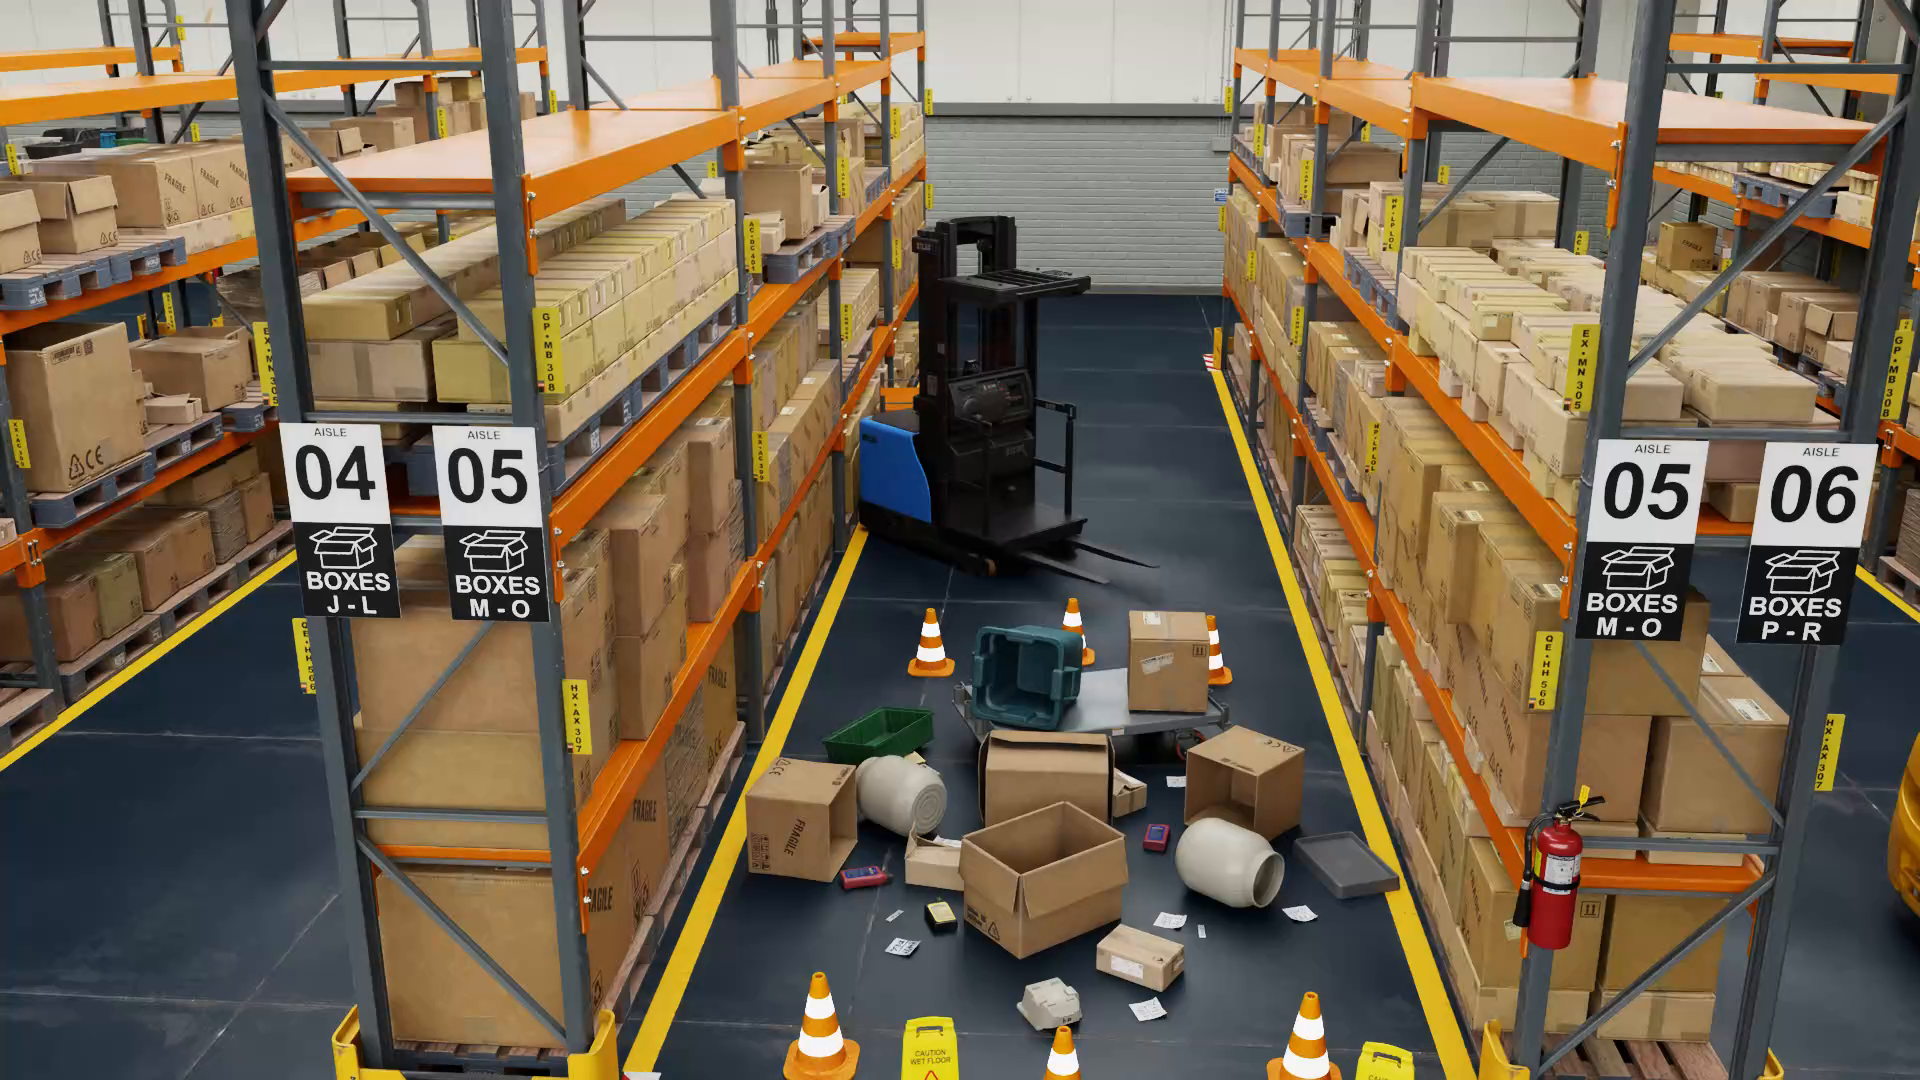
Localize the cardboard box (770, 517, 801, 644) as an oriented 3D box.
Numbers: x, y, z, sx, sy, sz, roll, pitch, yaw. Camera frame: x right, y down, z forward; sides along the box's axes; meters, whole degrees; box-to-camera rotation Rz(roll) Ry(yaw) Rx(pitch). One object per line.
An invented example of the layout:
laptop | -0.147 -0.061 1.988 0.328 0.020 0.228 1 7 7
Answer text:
cardboard box | -1.787 0.285 12.503 1.050 0.750 0.750 1 18 4

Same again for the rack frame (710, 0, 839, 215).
rack frame | -1.528 -4.184 13.567 1.000 3.000 0.127 1 18 4

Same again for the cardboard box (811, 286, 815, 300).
cardboard box | -1.745 -2.604 17.632 0.380 0.149 0.250 1 18 3

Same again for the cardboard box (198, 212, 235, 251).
cardboard box | -6.280 -2.522 13.552 0.500 0.250 0.500 1 18 4

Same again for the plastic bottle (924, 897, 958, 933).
plastic bottle | -0.113 2.020 8.987 0.133 0.061 0.283 -5 19 -15

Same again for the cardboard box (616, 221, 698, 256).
cardboard box | -1.595 -1.587 8.748 0.380 0.149 0.250 1 18 4

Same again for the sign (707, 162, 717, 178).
sign | -2.069 -3.017 13.992 0.100 0.325 0.005 1 18 4

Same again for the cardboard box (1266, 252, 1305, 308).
cardboard box | 3.338 -2.574 16.523 0.500 0.500 0.500 1 18 3

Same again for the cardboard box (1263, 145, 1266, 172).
cardboard box | 3.318 -3.910 17.089 0.396 0.266 0.258 1 18 3

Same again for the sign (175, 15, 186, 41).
sign | -10.285 -6.761 21.949 0.100 0.325 0.005 1 18 4

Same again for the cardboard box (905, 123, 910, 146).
cardboard box | -0.856 -4.786 19.660 0.500 0.250 0.500 0 18 2

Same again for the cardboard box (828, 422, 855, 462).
cardboard box | -1.237 -0.910 15.345 0.500 0.250 0.500 0 18 1

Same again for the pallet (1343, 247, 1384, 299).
pallet | 3.351 -1.859 11.591 1.213 0.211 1.003 1 18 4

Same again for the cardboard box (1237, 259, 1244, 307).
cardboard box | 3.534 -3.010 19.458 0.500 0.500 0.500 1 18 3

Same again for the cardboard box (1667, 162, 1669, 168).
cardboard box | 8.570 -4.445 19.584 0.380 0.149 0.250 1 18 3

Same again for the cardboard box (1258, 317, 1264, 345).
cardboard box | 3.373 -2.133 17.184 0.500 0.250 0.500 1 18 3

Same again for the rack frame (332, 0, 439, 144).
rack frame | -6.181 -5.568 17.792 1.000 3.000 0.127 1 18 4

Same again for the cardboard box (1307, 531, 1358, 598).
cardboard box | 3.321 0.200 13.368 0.950 0.372 0.625 1 18 3

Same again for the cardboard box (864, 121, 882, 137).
cardboard box | -0.979 -4.441 17.968 0.380 0.149 0.250 1 18 3

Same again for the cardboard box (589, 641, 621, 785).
cardboard box | -2.103 0.793 7.772 0.875 0.550 0.550 1 18 4

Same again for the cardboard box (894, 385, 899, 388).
cardboard box | -0.896 -1.667 18.946 0.380 0.149 0.250 2 18 6

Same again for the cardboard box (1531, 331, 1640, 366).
cardboard box | 2.699 -0.802 7.187 0.380 0.149 0.250 1 18 4

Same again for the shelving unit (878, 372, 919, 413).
shelving unit | -0.532 -1.004 16.507 0.538 1.125 1.048 -1 18 -3

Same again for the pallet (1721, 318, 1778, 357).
pallet | 8.488 -2.050 16.996 1.003 0.211 1.213 1 18 4

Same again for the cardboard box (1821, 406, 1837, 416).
cardboard box | 8.828 -1.264 16.588 0.380 0.149 0.250 2 18 5

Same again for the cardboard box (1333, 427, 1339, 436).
cardboard box | 3.109 -0.905 12.923 0.380 0.149 0.250 2 18 7

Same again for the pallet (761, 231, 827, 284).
pallet | -1.599 -2.120 12.389 1.003 0.211 1.213 2 18 6

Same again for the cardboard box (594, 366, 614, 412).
cardboard box | -1.721 -0.658 7.191 0.380 0.149 0.250 1 18 4

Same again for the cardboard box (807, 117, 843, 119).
cardboard box | -1.507 -4.619 18.509 0.380 0.149 0.250 1 18 4

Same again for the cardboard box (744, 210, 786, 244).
cardboard box | -1.469 -2.276 11.942 0.396 0.266 0.258 1 18 4

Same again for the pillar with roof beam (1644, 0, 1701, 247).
pillar with roof beam | 5.739 -7.393 23.361 9.100 9.000 0.400 1 18 4

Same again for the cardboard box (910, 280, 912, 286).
cardboard box | -0.798 -3.275 20.831 0.380 0.149 0.250 0 18 1

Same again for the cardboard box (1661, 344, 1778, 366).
cardboard box | 3.153 -0.715 6.920 0.380 0.149 0.250 1 18 4

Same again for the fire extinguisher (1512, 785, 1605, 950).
fire extinguisher | 2.375 1.293 6.612 0.296 0.674 0.183 1 18 4

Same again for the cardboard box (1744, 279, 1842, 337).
cardboard box | 8.359 -2.328 16.701 0.700 0.500 0.500 1 18 5

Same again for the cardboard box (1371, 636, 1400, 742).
cardboard box | 2.818 0.916 10.173 0.500 0.500 0.500 2 18 7

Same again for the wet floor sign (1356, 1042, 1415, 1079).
wet floor sign | 1.762 2.385 6.936 0.267 0.644 0.232 8 20 23

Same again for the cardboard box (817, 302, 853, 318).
cardboard box | -1.226 -2.161 15.801 0.380 0.149 0.250 2 18 6

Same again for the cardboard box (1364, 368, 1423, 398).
cardboard box | 2.974 -1.071 11.347 0.380 0.149 0.250 1 18 2

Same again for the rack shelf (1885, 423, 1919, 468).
rack shelf | 8.224 -0.181 12.141 1.077 0.370 4.000 1 18 4

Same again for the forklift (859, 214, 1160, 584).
forklift | 0.415 -1.247 14.350 1.130 2.935 3.031 -15 24 -39

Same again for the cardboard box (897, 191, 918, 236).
cardboard box | -0.804 -4.015 20.442 0.500 0.500 0.500 2 18 7

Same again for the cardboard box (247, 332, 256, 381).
cardboard box | -6.680 -1.681 15.404 0.500 0.500 0.500 2 18 6

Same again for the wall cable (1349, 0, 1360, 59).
wall cable | 7.643 -8.289 26.034 2.988 3.039 0.133 1 18 4

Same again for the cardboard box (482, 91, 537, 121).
cardboard box | -5.878 -5.517 21.457 0.700 0.500 0.500 0 18 1

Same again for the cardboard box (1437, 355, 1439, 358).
cardboard box | 2.881 -1.067 9.275 0.380 0.149 0.250 1 18 4

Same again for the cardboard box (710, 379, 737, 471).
cardboard box | -1.785 -0.768 11.009 0.700 0.500 0.500 1 18 3

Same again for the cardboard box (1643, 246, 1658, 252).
cardboard box | 8.640 -3.564 21.073 0.500 0.250 0.500 1 18 4

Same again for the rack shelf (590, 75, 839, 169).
rack shelf | -1.671 -3.031 11.845 1.077 0.370 4.000 1 18 4

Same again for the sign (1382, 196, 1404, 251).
sign | 2.576 -1.881 9.894 0.100 0.325 0.005 1 18 4

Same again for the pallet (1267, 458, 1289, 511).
pallet | 3.638 -0.550 16.589 1.003 0.211 1.213 1 18 4

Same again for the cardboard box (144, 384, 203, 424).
cardboard box | -6.318 -1.087 13.291 0.396 0.266 0.258 1 18 2

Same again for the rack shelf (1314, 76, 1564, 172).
rack shelf | 3.273 -2.952 11.604 1.077 0.370 4.000 1 18 4

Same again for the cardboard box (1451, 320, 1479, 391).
cardboard box | 2.714 -0.904 8.138 0.500 0.250 0.500 1 18 4

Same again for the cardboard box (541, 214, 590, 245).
cardboard box | -2.234 -1.681 9.032 0.380 0.149 0.250 1 18 3

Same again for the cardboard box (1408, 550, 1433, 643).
cardboard box | 2.758 0.242 9.056 0.500 0.500 0.500 1 18 3

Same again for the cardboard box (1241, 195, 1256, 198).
cardboard box | 3.581 -4.063 20.024 0.380 0.149 0.250 1 18 4

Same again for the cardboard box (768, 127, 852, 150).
cardboard box | -1.483 -3.773 16.288 0.797 0.503 0.637 1 18 3
